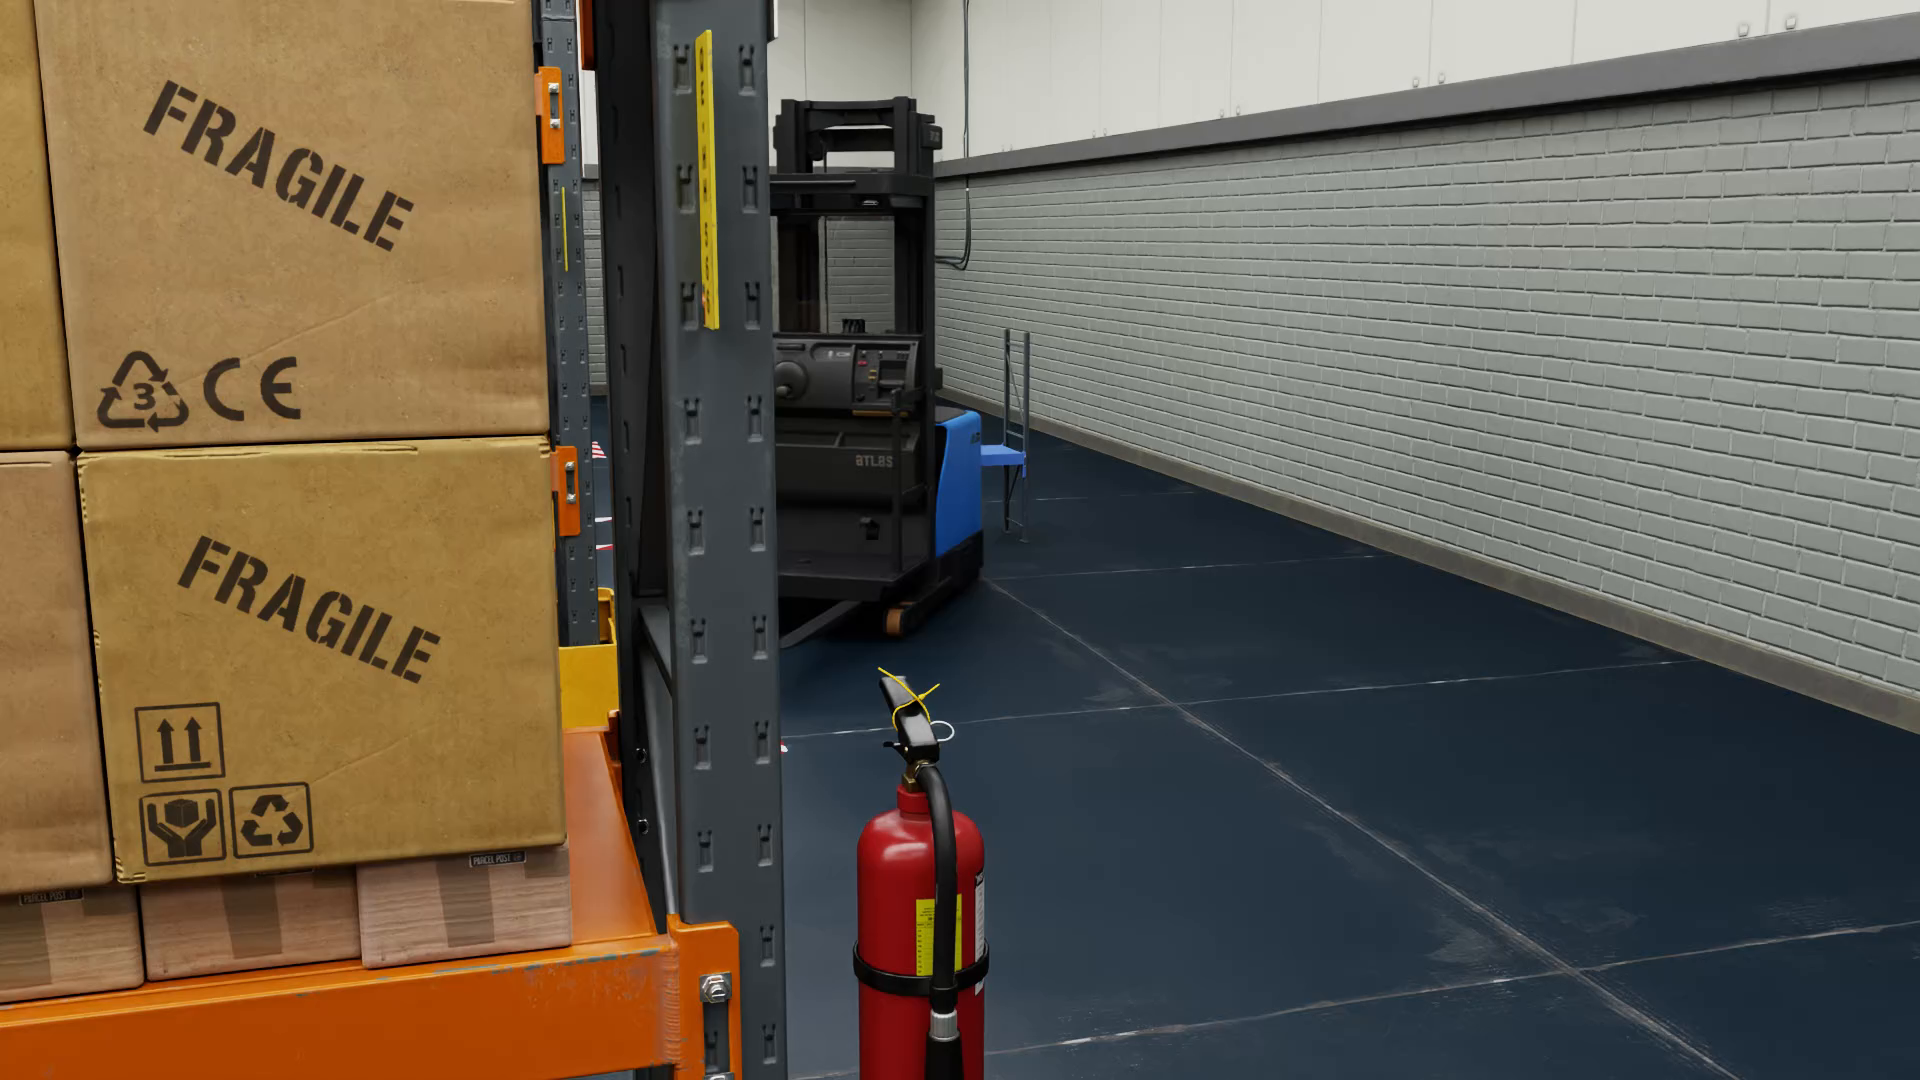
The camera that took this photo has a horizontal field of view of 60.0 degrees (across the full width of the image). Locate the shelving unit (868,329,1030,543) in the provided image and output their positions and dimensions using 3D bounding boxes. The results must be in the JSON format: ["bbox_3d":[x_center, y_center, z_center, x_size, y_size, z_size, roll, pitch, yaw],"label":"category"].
[{"bbox_3d":[-0.082,-0.733,11.887,1.048,1.500,0.538,-3,11,-16],"label":"shelving unit"}]

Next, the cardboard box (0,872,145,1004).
[{"bbox_3d":[-1.143,0.434,2.100,0.250,0.149,0.380,-3,11,-17],"label":"cardboard box"}]

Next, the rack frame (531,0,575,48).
[{"bbox_3d":[-1.712,-3.595,6.718,0.127,3.000,1.000,-3,11,-16],"label":"rack frame"}]

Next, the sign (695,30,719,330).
[{"bbox_3d":[-0.287,-0.404,1.887,0.005,0.325,0.100,-3,11,-16],"label":"sign"}]

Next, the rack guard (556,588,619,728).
[{"bbox_3d":[-1.689,0.584,7.494,0.348,0.500,1.175,-3,11,-16],"label":"rack guard"}]

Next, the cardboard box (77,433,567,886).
[{"bbox_3d":[-0.782,0.095,2.147,0.500,0.500,0.500,-3,11,-15],"label":"cardboard box"}]

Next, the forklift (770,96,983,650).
[{"bbox_3d":[-0.745,-0.982,9.283,1.130,2.935,3.031,3,11,16],"label":"forklift"}]

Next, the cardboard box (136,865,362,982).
[{"bbox_3d":[-0.906,0.418,2.183,0.250,0.149,0.380,-3,11,-16],"label":"cardboard box"}]

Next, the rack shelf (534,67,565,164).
[{"bbox_3d":[-3.632,-1.664,6.505,4.000,0.370,1.077,-3,11,-16],"label":"rack shelf"}]

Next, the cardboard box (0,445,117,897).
[{"bbox_3d":[-1.278,0.120,2.010,0.500,0.500,0.500,-3,11,-17],"label":"cardboard box"}]

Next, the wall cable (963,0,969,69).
[{"bbox_3d":[0.421,-6.888,19.236,0.112,2.526,3.097,-3,11,-16],"label":"wall cable"}]

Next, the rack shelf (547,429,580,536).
[{"bbox_3d":[-3.632,-0.189,6.776,4.000,0.370,1.077,-3,11,-16],"label":"rack shelf"}]

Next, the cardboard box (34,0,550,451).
[{"bbox_3d":[-0.793,-0.398,2.062,0.500,0.500,0.500,-3,11,-17],"label":"cardboard box"}]

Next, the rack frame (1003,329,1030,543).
[{"bbox_3d":[0.406,-0.759,12.027,0.032,1.500,0.500,-3,11,-16],"label":"rack frame"}]

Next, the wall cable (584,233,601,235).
[{"bbox_3d":[-4.901,-3.956,22.446,1.851,1.984,0.084,-3,11,-16],"label":"wall cable"}]

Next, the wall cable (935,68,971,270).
[{"bbox_3d":[-0.335,-4.875,22.248,0.112,2.526,3.097,-3,11,-16],"label":"wall cable"}]

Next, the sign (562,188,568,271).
[{"bbox_3d":[-1.574,-1.235,6.618,0.005,0.325,0.100,-3,11,-16],"label":"sign"}]

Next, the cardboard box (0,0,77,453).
[{"bbox_3d":[-1.279,-0.372,1.923,0.500,0.500,0.500,-3,11,-18],"label":"cardboard box"}]

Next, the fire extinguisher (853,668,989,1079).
[{"bbox_3d":[-0.052,0.512,2.224,0.183,0.674,0.296,-3,11,-16],"label":"fire extinguisher"}]

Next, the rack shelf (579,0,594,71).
[{"bbox_3d":[-2.343,-0.797,1.793,4.000,0.370,1.077,-3,11,-16],"label":"rack shelf"}]

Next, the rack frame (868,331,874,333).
[{"bbox_3d":[-0.570,-0.708,11.747,0.032,1.500,0.500,-3,11,-16],"label":"rack frame"}]

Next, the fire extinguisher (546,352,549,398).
[{"bbox_3d":[-2.825,-1.212,11.591,0.183,0.674,0.296,-3,11,-16],"label":"fire extinguisher"}]

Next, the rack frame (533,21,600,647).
[{"bbox_3d":[-1.712,-0.644,7.261,0.127,3.000,1.000,-3,11,-16],"label":"rack frame"}]

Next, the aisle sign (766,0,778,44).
[{"bbox_3d":[-0.269,-1.007,2.051,0.004,0.787,0.394,-3,11,-16],"label":"aisle sign"}]

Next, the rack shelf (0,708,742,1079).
[{"bbox_3d":[-2.343,0.678,2.065,4.000,0.370,1.077,-3,11,-16],"label":"rack shelf"}]

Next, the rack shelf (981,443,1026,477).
[{"bbox_3d":[-0.082,-0.556,11.920,1.000,0.185,0.538,-3,11,-16],"label":"rack shelf"}]

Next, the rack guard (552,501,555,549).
[{"bbox_3d":[-3.077,-0.279,12.183,0.348,0.500,1.175,-3,11,-16],"label":"rack guard"}]

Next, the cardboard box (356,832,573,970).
[{"bbox_3d":[-0.657,0.412,2.216,0.250,0.149,0.380,-3,11,-16],"label":"cardboard box"}]

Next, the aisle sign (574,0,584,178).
[{"bbox_3d":[-1.559,-1.874,6.762,0.004,0.787,0.394,-3,11,-16],"label":"aisle sign"}]
